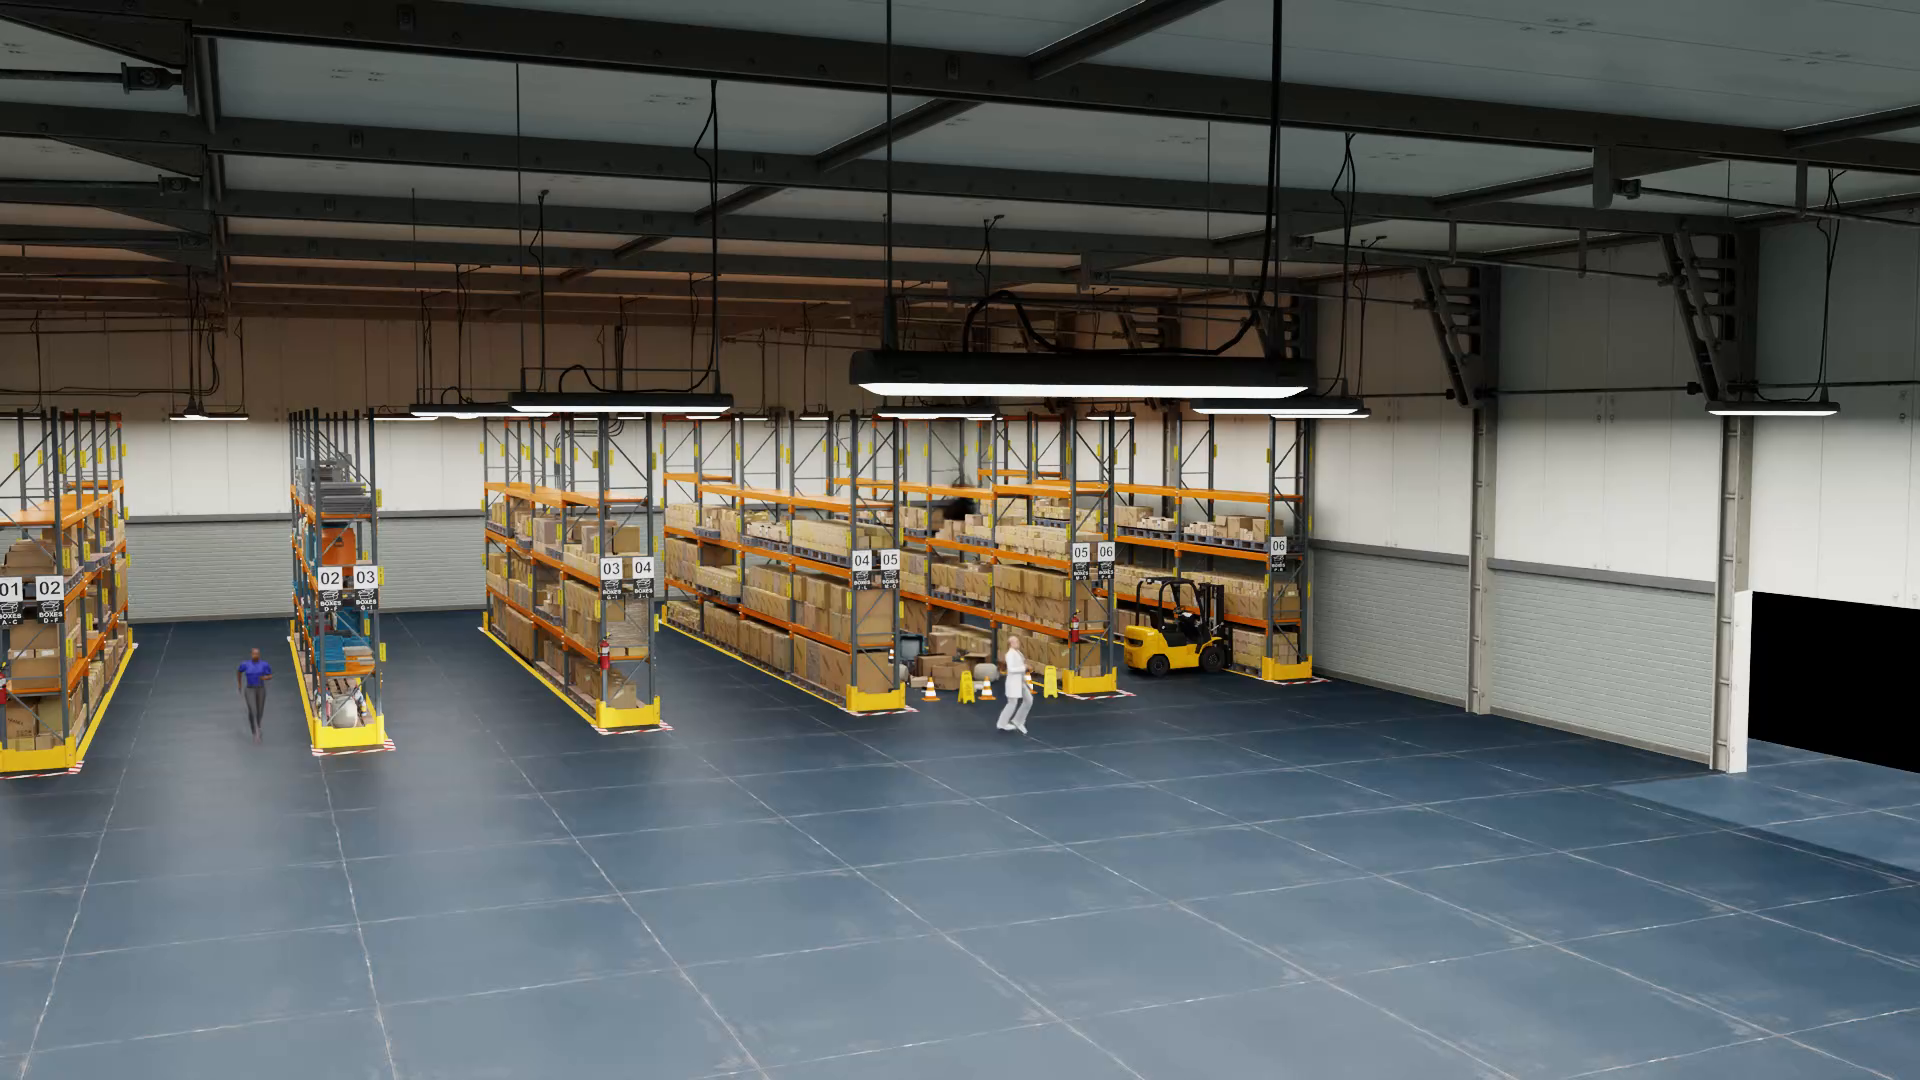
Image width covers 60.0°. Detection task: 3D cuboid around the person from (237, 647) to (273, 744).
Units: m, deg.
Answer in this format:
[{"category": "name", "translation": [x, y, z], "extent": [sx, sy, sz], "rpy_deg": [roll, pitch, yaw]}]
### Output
[{"category": "person", "translation": [-12.740, 2.779, 30.085], "extent": [0.547, 1.704, 0.863], "rpy_deg": [-3, 5, -33]}]

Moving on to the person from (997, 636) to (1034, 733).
[{"category": "person", "translation": [1.050, 2.689, 30.782], "extent": [0.766, 1.828, 0.684], "rpy_deg": [2, 4, 23]}]
